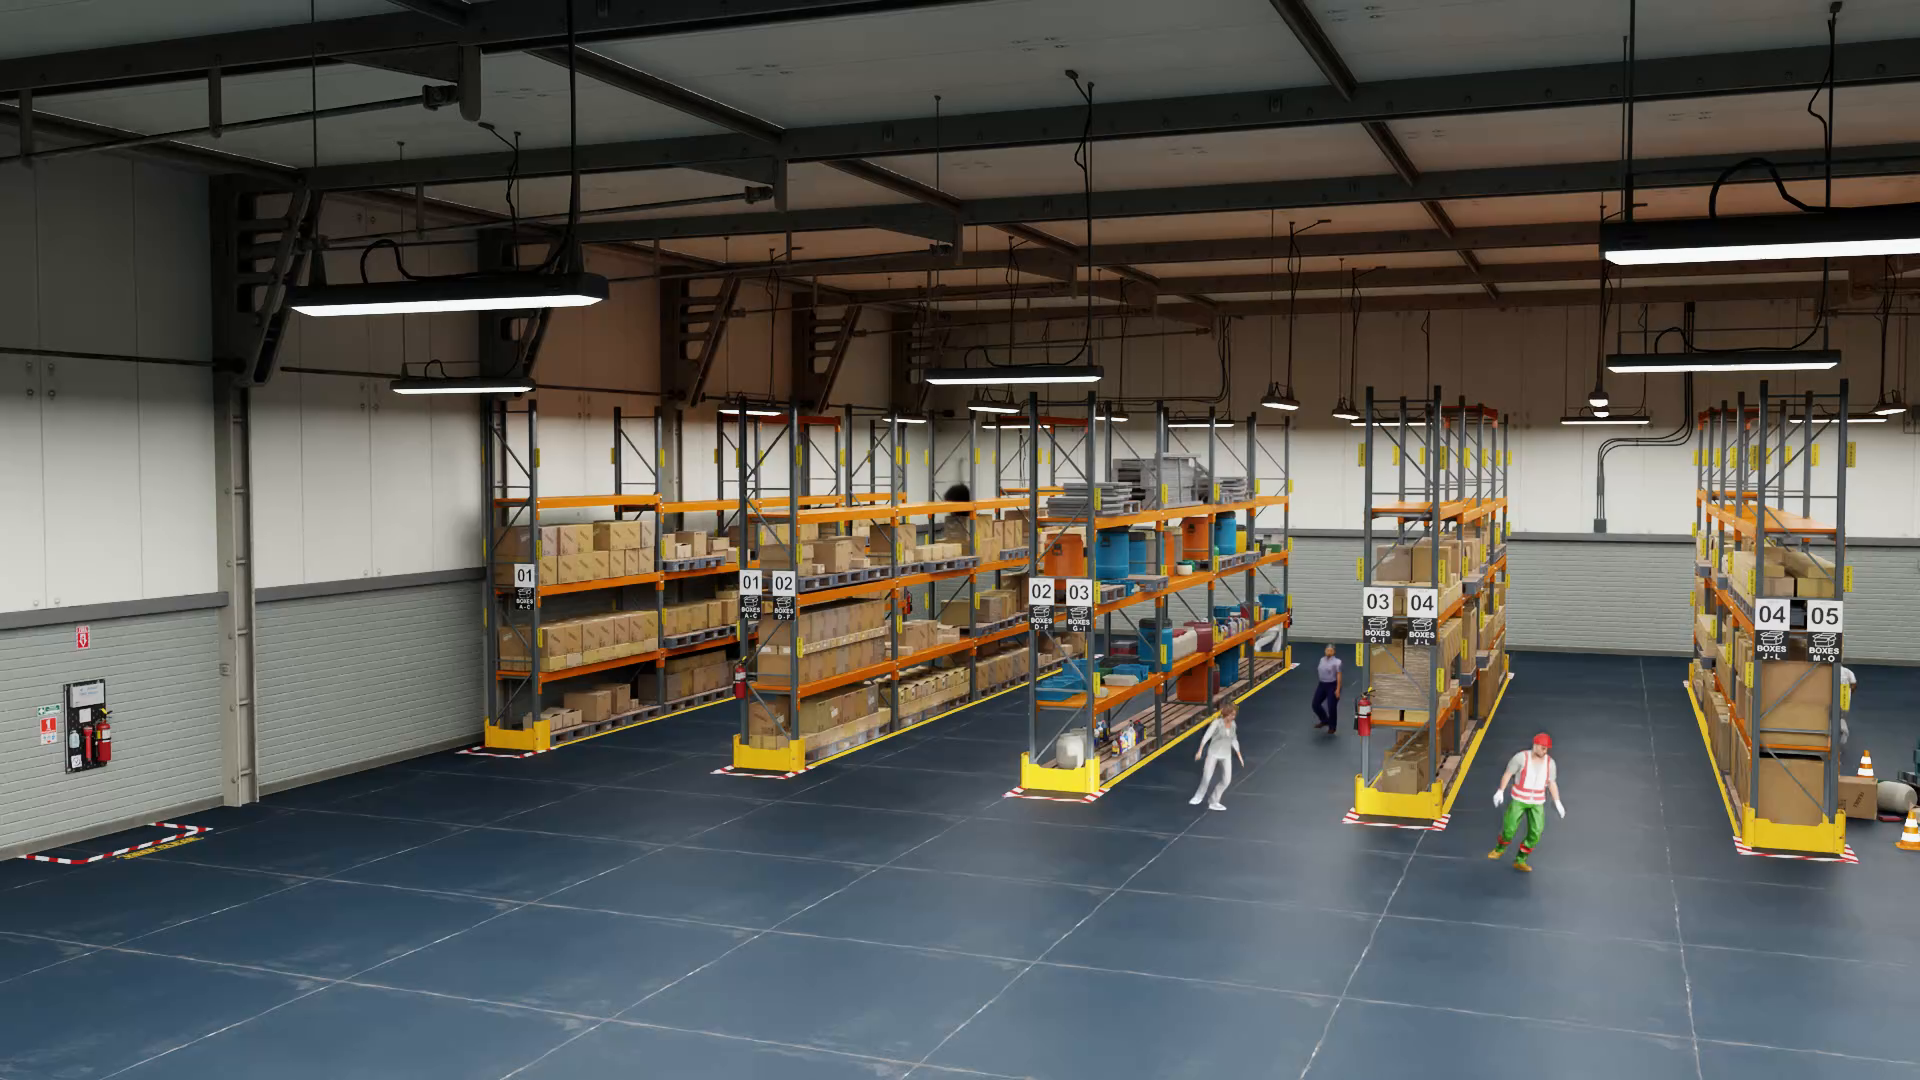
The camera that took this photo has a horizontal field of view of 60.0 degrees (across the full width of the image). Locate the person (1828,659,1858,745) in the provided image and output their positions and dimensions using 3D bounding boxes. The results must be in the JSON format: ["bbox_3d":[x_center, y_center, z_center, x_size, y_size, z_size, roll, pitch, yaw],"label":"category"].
[{"bbox_3d":[15.219,2.791,28.820,0.606,1.600,0.625,1,3,17],"label":"person"}]

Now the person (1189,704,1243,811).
[{"bbox_3d":[3.640,3.071,23.627,0.671,1.528,0.588,-1,3,-20],"label":"person"}]

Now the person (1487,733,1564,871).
[{"bbox_3d":[6.842,3.147,20.096,0.818,1.701,0.696,0,3,0],"label":"person"}]

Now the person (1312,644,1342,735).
[{"bbox_3d":[6.676,2.706,30.154,0.452,1.672,0.610,-3,4,-43],"label":"person"}]

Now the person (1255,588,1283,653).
[{"bbox_3d":[7.913,2.071,42.101,0.840,1.744,0.767,2,3,30],"label":"person"}]
